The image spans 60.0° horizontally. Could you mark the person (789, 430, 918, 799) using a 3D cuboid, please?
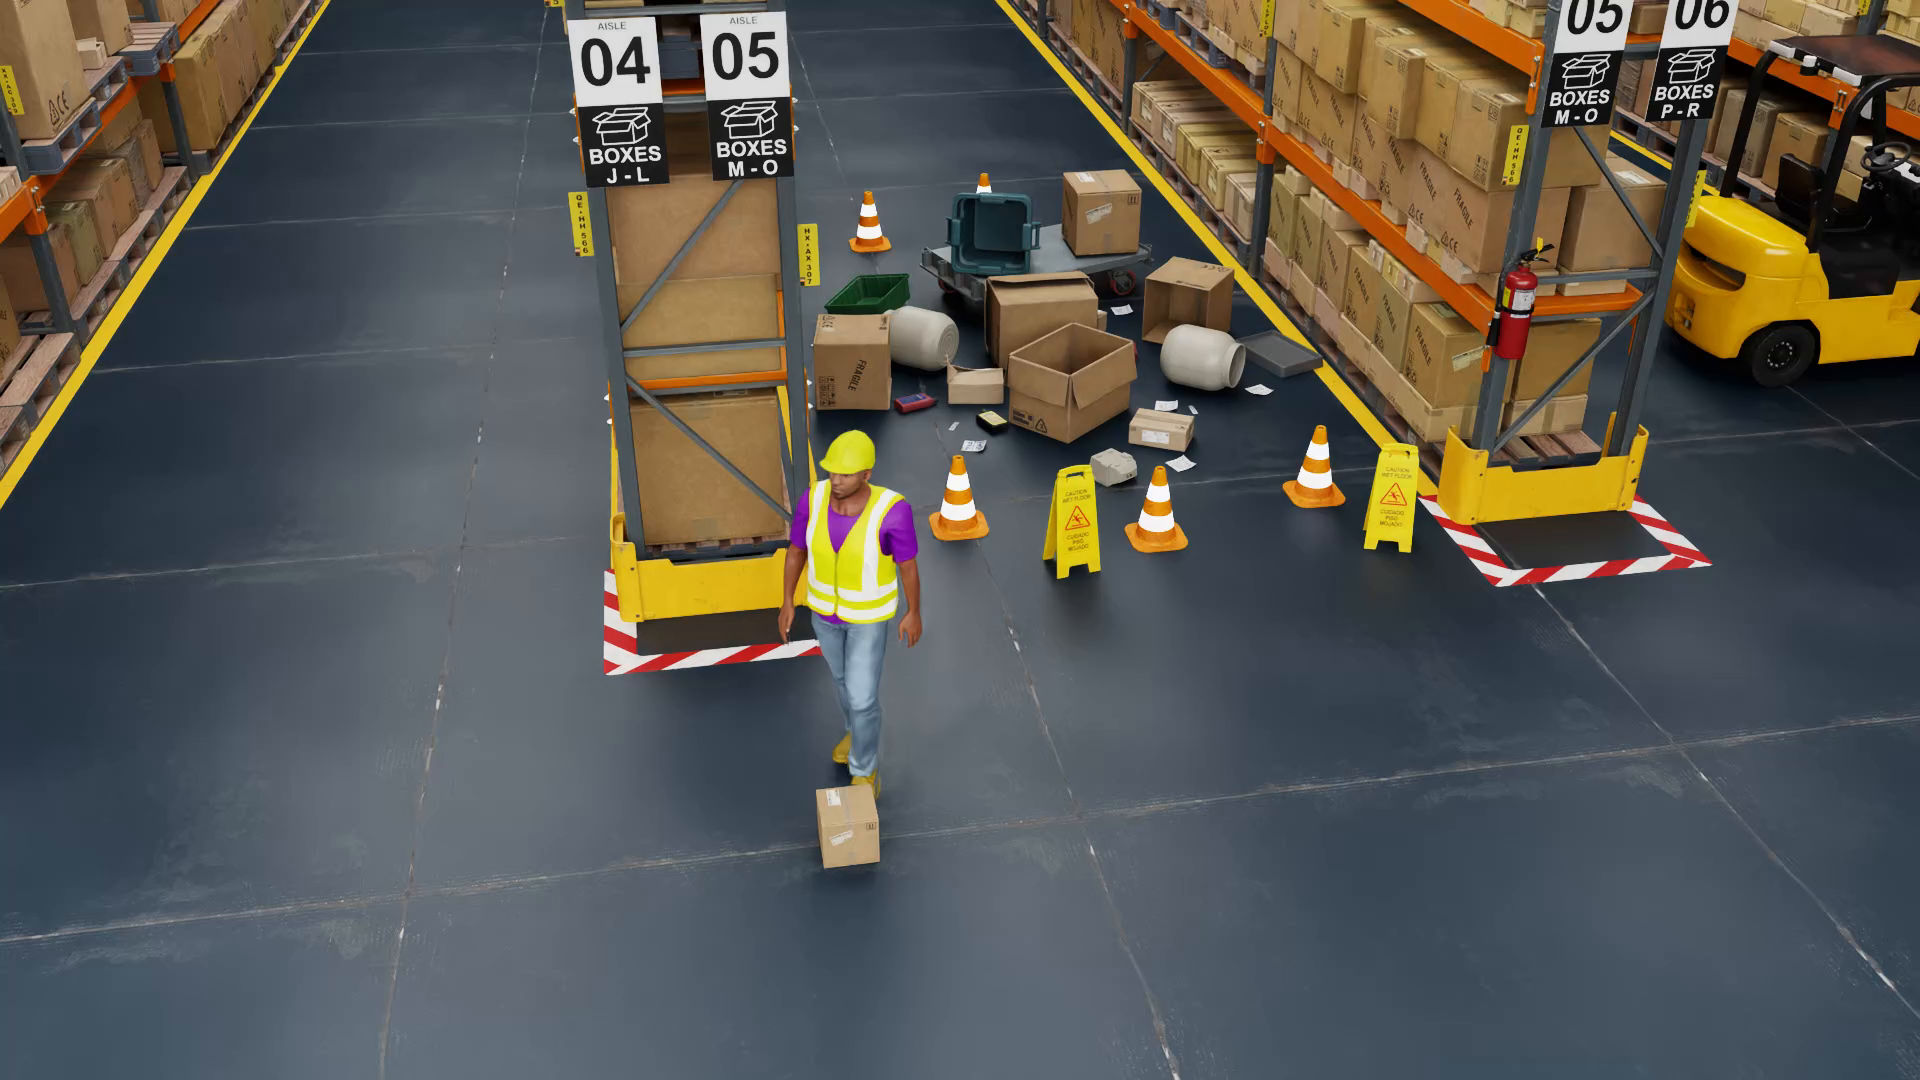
[{"bbox_3d":[-0.517,0.354,7.542,0.588,1.824,0.563,13,33,21],"label":"person"}]
